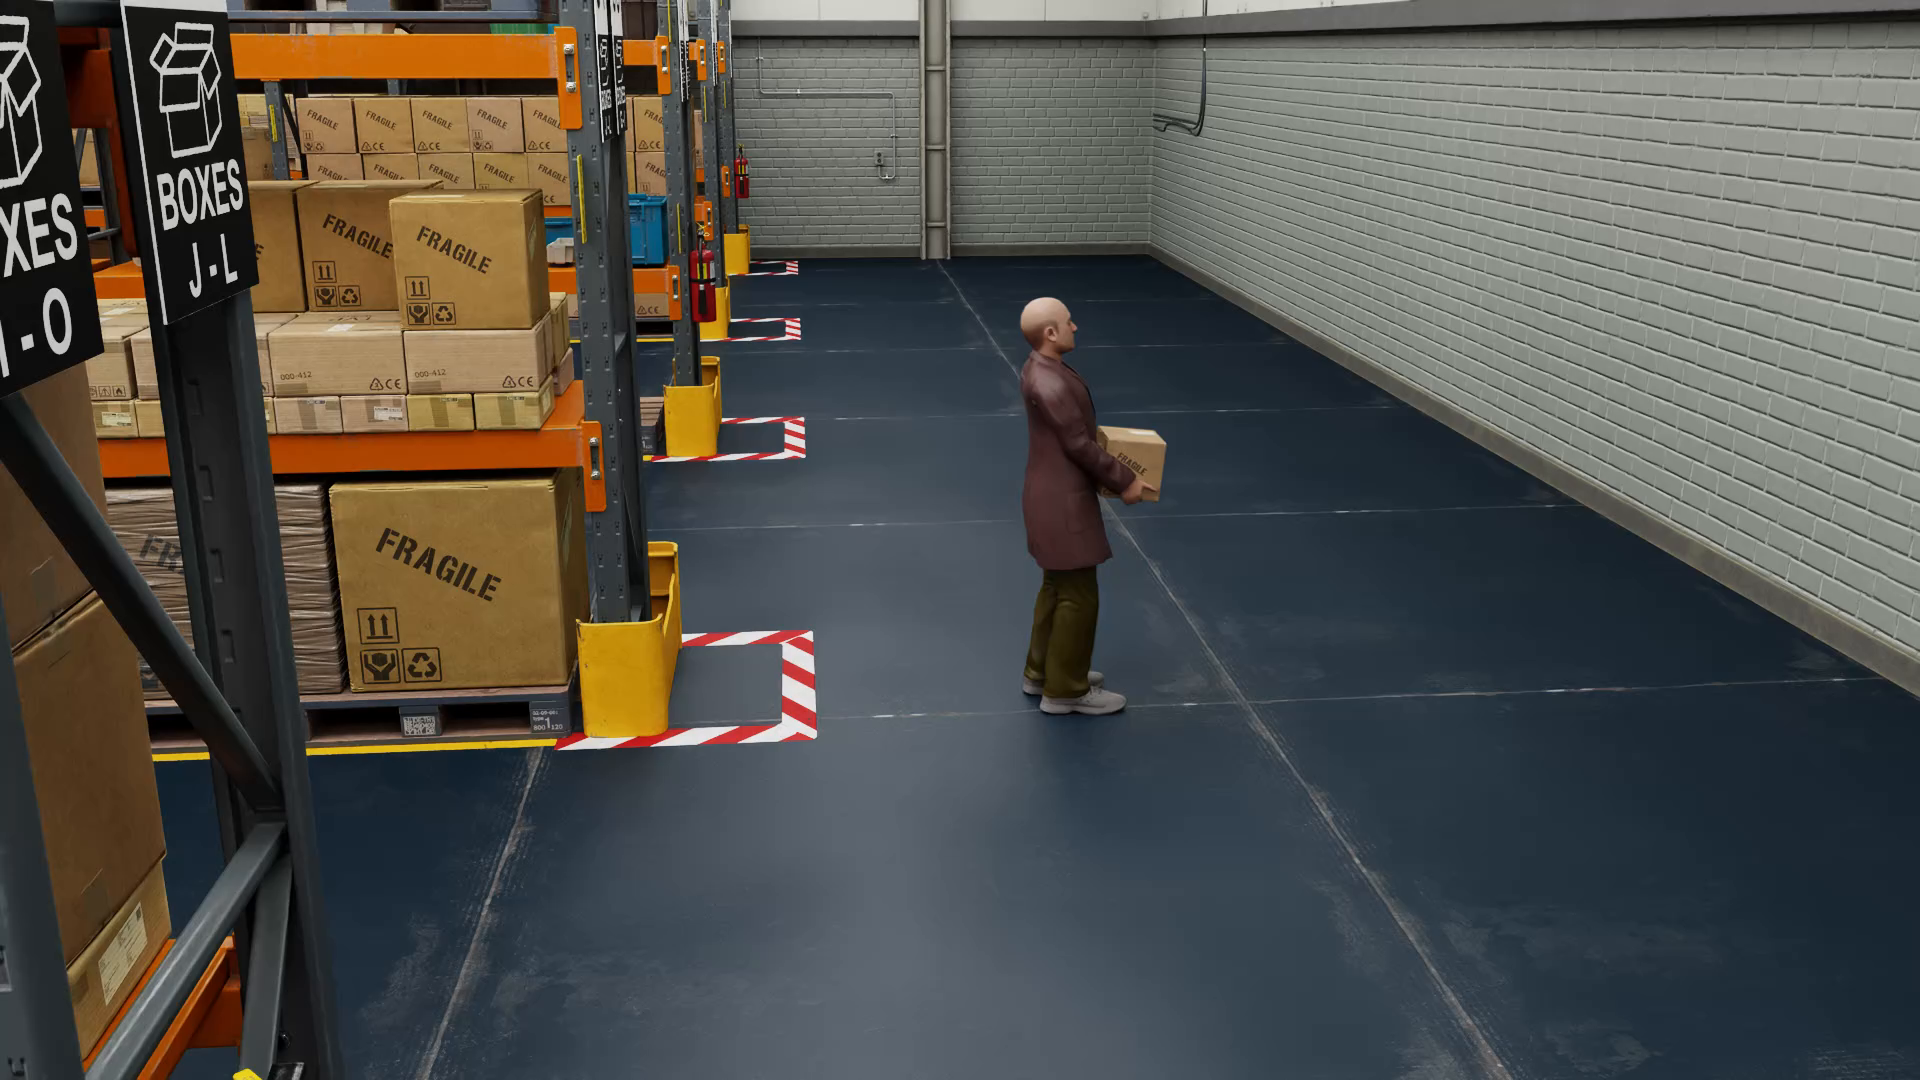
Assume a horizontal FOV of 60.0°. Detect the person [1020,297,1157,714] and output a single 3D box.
[{"bbox_3d":[0.528,-0.146,7.069,0.563,1.769,0.527,-2,17,-5],"label":"person"}]
